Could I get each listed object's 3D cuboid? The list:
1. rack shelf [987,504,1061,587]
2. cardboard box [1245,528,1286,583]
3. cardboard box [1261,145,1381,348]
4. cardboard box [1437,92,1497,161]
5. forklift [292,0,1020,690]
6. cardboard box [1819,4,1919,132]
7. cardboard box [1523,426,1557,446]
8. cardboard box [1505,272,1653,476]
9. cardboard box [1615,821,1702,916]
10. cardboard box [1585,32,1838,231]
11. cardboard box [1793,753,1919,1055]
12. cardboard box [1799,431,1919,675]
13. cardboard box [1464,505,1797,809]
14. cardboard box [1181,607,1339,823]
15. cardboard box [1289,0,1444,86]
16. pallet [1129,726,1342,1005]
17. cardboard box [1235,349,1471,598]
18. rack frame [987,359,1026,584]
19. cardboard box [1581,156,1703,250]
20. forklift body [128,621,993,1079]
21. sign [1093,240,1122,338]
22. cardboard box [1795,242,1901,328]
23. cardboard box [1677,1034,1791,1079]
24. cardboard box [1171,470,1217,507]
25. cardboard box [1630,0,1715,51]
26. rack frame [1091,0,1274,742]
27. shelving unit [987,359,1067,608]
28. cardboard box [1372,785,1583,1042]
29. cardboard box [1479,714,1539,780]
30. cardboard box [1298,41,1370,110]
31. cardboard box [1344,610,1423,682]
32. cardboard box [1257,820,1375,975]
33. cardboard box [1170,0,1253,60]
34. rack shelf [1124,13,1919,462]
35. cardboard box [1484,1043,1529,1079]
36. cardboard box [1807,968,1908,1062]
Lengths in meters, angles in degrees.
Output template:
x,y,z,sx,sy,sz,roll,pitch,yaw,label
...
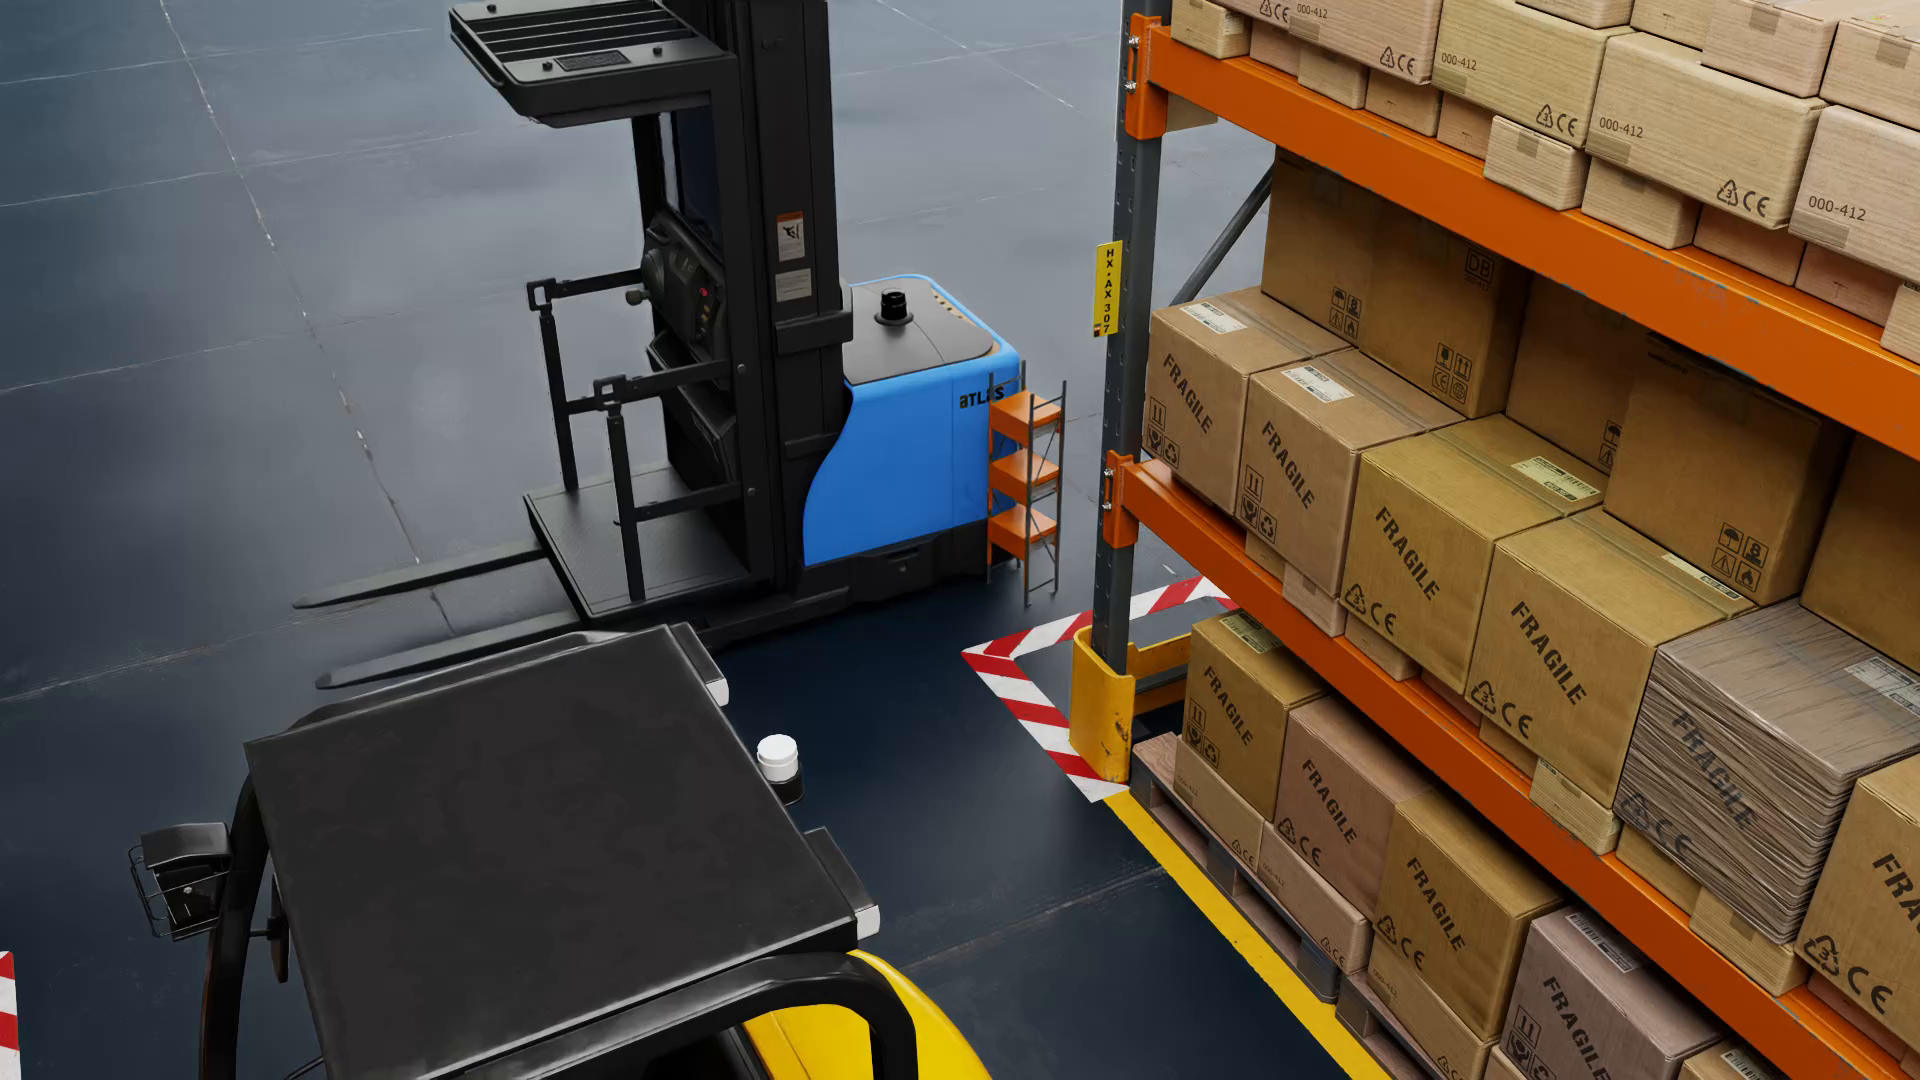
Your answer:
x,y,z,sx,sy,sz,roll,pitch,yaw,label
0.278,0.012,7.292,0.215,0.259,0.240,-25,40,-34,rack shelf
1.124,-0.009,5.216,0.380,0.149,0.250,-17,36,-25,cardboard box
1.398,-0.992,5.223,0.700,0.500,0.500,-17,36,-24,cardboard box
1.393,-1.035,4.037,0.380,0.149,0.250,-17,36,-25,cardboard box
-1.285,-0.997,6.589,3.031,2.935,1.130,-15,36,-22,forklift
1.826,-0.876,3.049,0.380,0.149,0.250,-15,36,-23,cardboard box
1.923,-0.091,4.743,0.500,0.500,0.500,-16,36,-23,cardboard box
1.956,-0.531,4.504,0.700,0.500,0.500,-16,36,-24,cardboard box
1.843,0.731,4.061,0.380,0.149,0.250,-17,36,-24,cardboard box
1.676,-0.879,3.423,0.500,0.250,0.500,-15,36,-22,cardboard box
2.158,0.755,3.422,0.500,0.500,0.500,-15,35,-22,cardboard box
2.389,-0.033,3.725,0.700,0.500,0.500,-17,36,-24,cardboard box
1.669,0.265,4.187,0.500,0.500,0.500,-17,36,-24,cardboard box
1.110,0.538,5.594,0.500,0.500,0.500,-17,36,-25,cardboard box
1.192,-1.368,4.188,0.500,0.250,0.500,-16,36,-24,cardboard box
1.350,1.014,5.971,1.003,0.211,1.213,-16,36,-23,pallet
1.186,-0.218,4.941,0.500,0.500,0.500,-15,35,-22,cardboard box
0.199,-0.281,7.214,0.200,1.050,0.008,-25,40,-34,rack frame
1.599,-0.779,3.637,0.380,0.149,0.250,-17,36,-24,cardboard box
-0.925,1.461,3.476,2.313,2.155,1.214,-16,36,-23,forklift body
0.487,-0.821,5.448,0.100,0.325,0.005,-16,36,-23,sign
1.901,-0.555,3.288,0.380,0.149,0.250,-15,36,-22,cardboard box
2.080,1.524,4.055,0.500,0.500,0.500,-15,36,-22,cardboard box
0.942,-0.273,5.628,0.380,0.149,0.250,-16,36,-23,cardboard box
1.634,-1.131,3.448,0.380,0.149,0.250,-15,36,-22,cardboard box
0.967,-0.593,5.895,1.000,3.000,0.127,-16,36,-23,rack frame
0.279,-0.231,7.137,0.215,1.050,0.252,-25,40,-34,shelving unit
1.584,1.028,4.829,0.500,0.500,0.500,-15,36,-22,cardboard box
1.625,0.483,4.448,0.380,0.149,0.250,-17,36,-24,cardboard box
1.129,-1.272,4.408,0.380,0.149,0.250,-15,36,-22,cardboard box
1.352,0.239,4.830,0.380,0.149,0.250,-15,36,-22,cardboard box
1.329,1.088,5.431,0.500,0.250,0.500,-15,35,-21,cardboard box
0.834,-1.510,4.779,0.380,0.149,0.250,-16,36,-23,cardboard box
1.899,-0.599,3.790,1.077,0.370,4.000,-16,36,-23,rack shelf
1.828,1.587,4.652,0.500,0.250,0.500,-15,36,-22,cardboard box
2.133,0.961,3.702,0.380,0.149,0.250,-16,36,-24,cardboard box
